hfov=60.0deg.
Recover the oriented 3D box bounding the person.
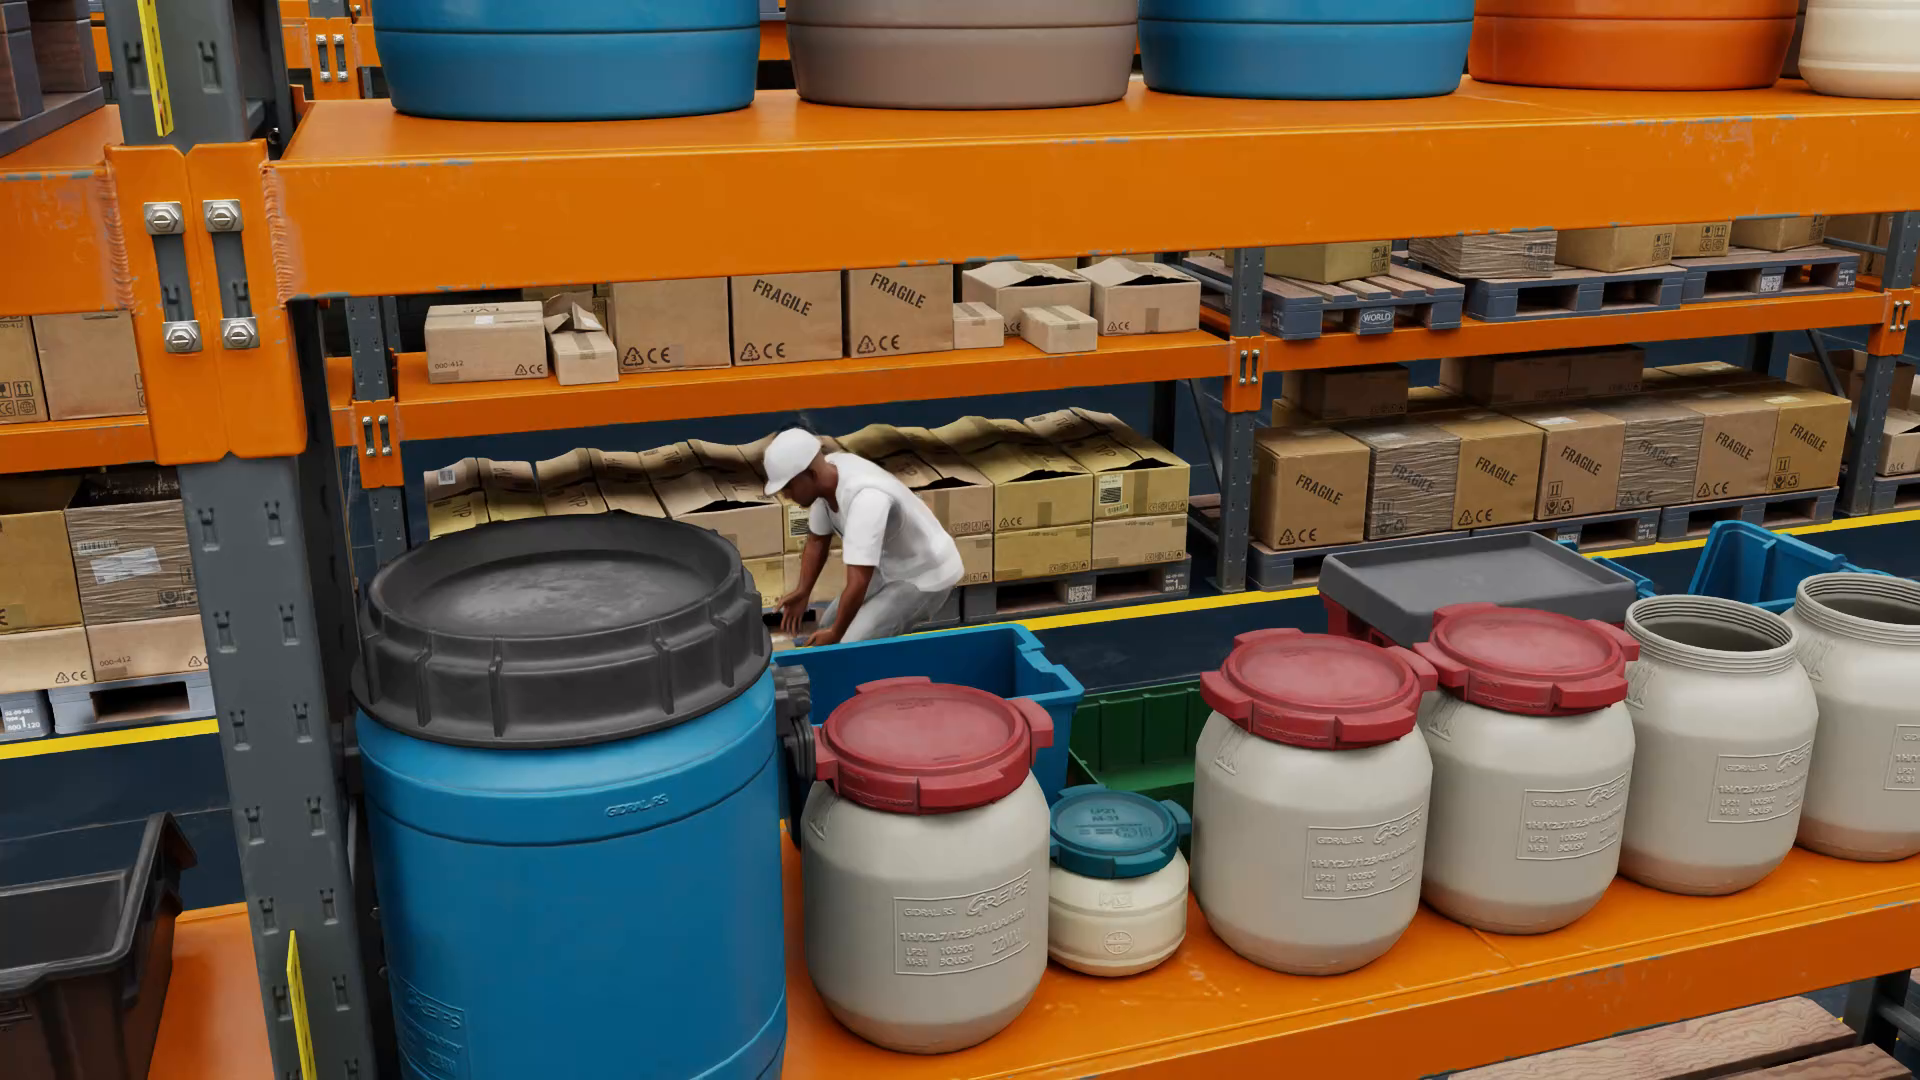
[{"bbox_3d":[-0.375,0.185,6.641,0.790,1.346,0.631,-6,20,-17],"label":"person"}]
